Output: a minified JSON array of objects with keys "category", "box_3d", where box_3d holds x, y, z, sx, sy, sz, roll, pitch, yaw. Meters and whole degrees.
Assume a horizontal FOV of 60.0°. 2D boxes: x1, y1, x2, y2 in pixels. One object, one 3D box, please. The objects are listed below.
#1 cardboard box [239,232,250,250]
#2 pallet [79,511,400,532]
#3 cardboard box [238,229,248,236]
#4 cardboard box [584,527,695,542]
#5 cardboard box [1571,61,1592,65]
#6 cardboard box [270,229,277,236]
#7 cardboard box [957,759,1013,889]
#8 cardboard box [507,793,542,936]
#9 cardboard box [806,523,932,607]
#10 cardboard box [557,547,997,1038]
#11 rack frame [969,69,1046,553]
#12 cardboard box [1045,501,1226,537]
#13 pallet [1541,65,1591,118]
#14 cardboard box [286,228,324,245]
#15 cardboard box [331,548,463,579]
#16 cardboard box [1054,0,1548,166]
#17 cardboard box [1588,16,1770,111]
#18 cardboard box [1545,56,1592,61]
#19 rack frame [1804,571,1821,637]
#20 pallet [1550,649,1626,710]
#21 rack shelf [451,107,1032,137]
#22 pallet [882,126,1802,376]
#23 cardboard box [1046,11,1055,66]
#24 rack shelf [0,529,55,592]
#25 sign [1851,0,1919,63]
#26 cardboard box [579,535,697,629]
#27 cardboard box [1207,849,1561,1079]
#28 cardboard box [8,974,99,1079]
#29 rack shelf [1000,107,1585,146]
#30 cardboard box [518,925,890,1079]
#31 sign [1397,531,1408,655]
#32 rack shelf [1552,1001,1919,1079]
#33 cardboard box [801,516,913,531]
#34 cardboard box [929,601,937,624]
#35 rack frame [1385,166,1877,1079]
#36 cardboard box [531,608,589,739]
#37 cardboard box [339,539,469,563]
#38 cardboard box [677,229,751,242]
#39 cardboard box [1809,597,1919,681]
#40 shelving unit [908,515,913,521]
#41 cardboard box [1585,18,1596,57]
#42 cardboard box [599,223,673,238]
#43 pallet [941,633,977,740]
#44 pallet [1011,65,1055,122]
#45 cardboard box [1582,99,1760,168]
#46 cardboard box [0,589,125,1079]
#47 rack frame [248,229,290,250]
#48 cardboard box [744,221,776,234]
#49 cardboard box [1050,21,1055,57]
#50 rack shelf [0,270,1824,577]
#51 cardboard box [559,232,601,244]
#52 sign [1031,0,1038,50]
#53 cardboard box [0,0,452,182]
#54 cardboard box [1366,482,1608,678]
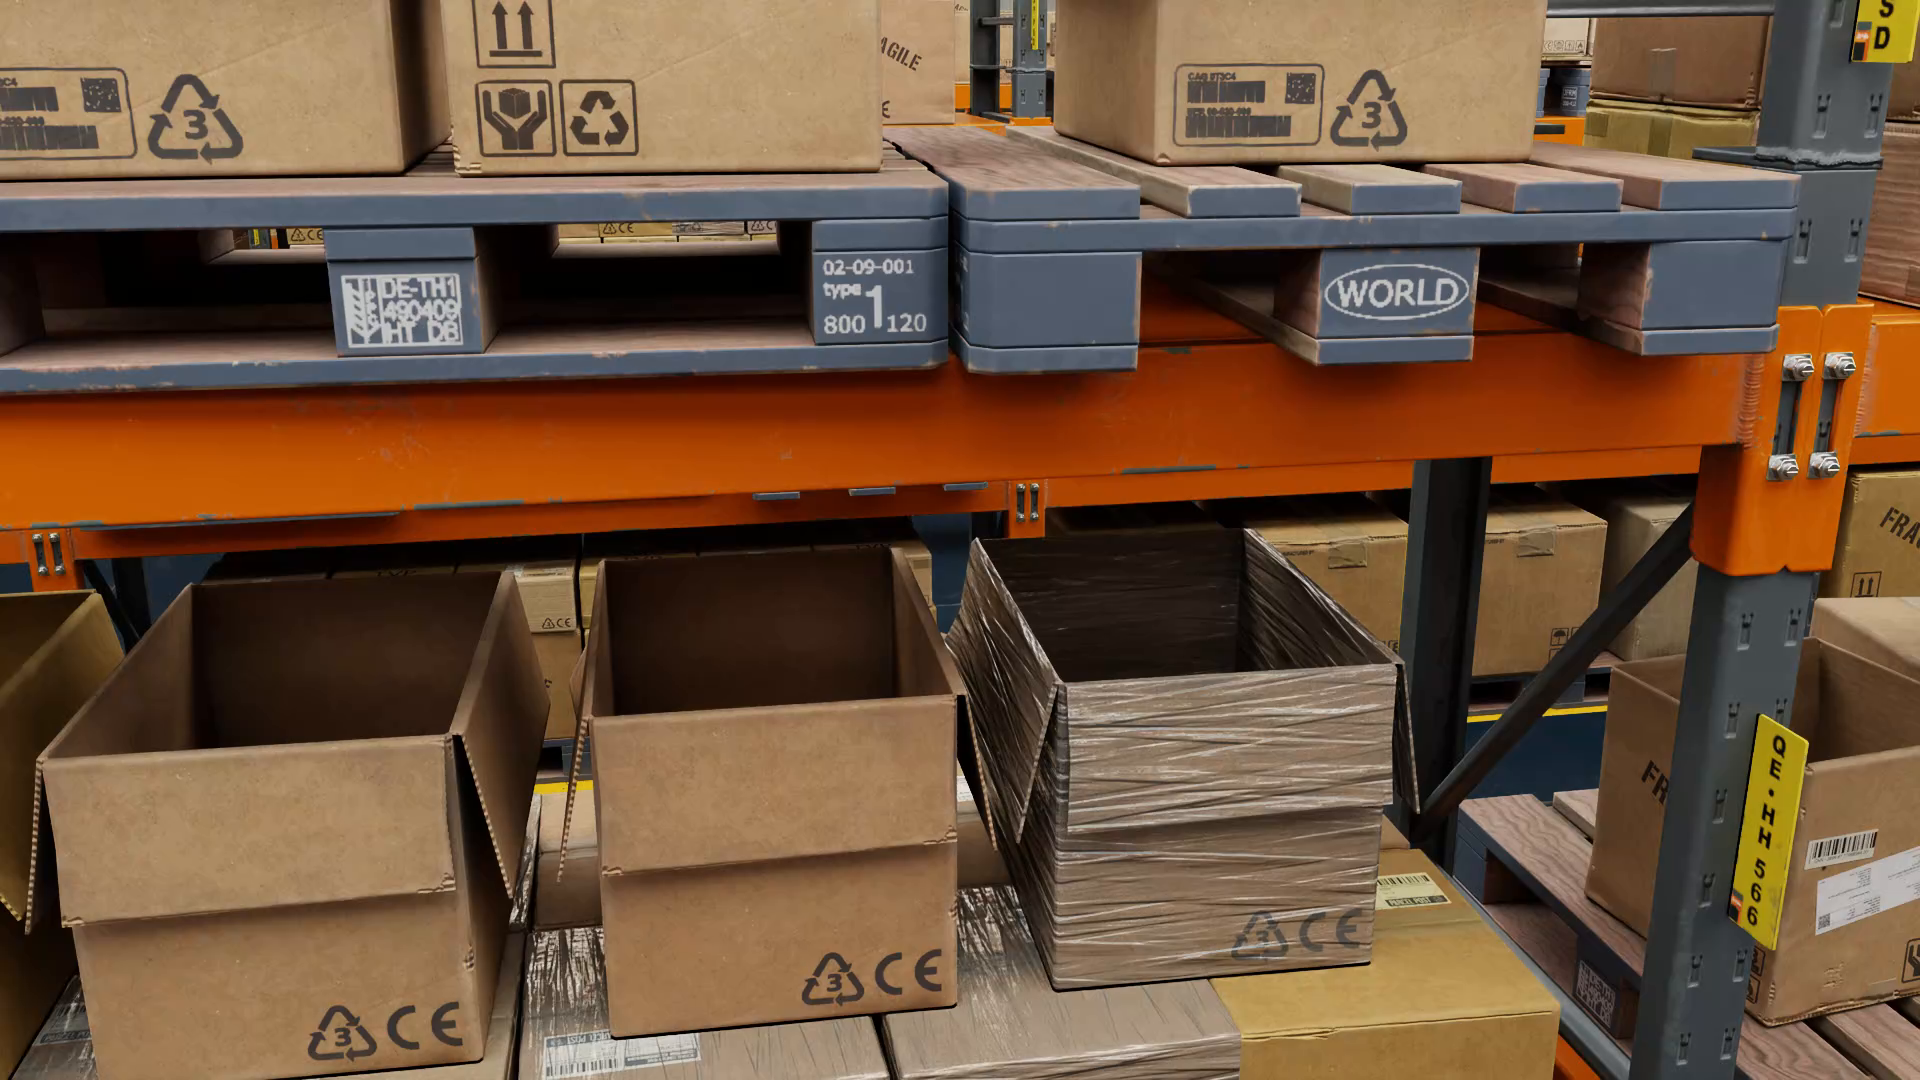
[{"category":"cardboard box","box_3d":[-5.275,-1.920,11.783,0.500,0.500,0.500,-3,17,-9]},{"category":"pallet","box_3d":[-2.949,-0.310,7.040,1.213,0.211,1.003,-3,17,-10]},{"category":"cardboard box","box_3d":[-5.278,-2.392,11.617,0.500,0.500,0.500,-3,17,-10]},{"category":"cardboard box","box_3d":[-1.508,0.032,7.863,0.500,0.250,0.500,-3,17,-10]},{"category":"cardboard box","box_3d":[4.725,-3.575,12.662,0.250,0.149,0.380,-4,17,-12]},{"category":"cardboard box","box_3d":[-6.477,-3.001,15.900,0.250,0.149,0.380,-3,17,-9]},{"category":"cardboard box","box_3d":[0.008,0.742,3.118,0.500,0.500,0.500,-4,17,-12]},{"category":"cardboard box","box_3d":[-0.986,0.798,2.933,0.500,0.500,0.500,-3,17,-10]},{"category":"cardboard box","box_3d":[-0.421,0.125,7.560,0.500,0.250,0.500,-4,17,-12]},{"category":"cardboard box","box_3d":[-0.319,0.356,2.666,0.637,0.503,0.797,-3,17,-9]},{"category":"rack frame","box_3d":[0.201,-0.624,7.735,0.127,3.000,1.000,-3,17,-10]},{"category":"cardboard box","box_3d":[0.816,0.243,8.030,0.750,0.750,1.050,-3,17,-11]},{"category":"pallet","box_3d":[3.237,-2.124,7.836,1.217,0.209,0.805,-4,18,-13]},{"category":"cardboard box","box_3d":[-4.278,-2.290,11.286,0.500,0.500,0.500,-3,17,-10]},{"category":"cardboard box","box_3d":[-2.429,0.239,7.190,0.500,0.250,0.500,-3,17,-9]},{"category":"cardboard box","box_3d":[0.457,-0.818,2.366,0.637,0.503,0.797,-2,17,-7]},{"category":"cardboard box","box_3d":[1.464,-1.008,2.854,0.500,0.500,0.500,-3,17,-9]},{"category":"cardboard box","box_3d":[4.573,-3.774,12.630,0.500,0.250,0.500,-3,17,-10]},{"category":"rack frame","box_3d":[4.128,-0.847,8.460,0.127,3.000,1.000,-3,17,-10]},{"category":"pallet","box_3d":[3.385,0.551,8.659,1.213,0.211,1.003,-3,17,-10]},{"category":"rack shelf","box_3d":[-1.763,-1.603,7.038,4.000,0.370,1.077,-3,17,-10]},{"category":"pallet","box_3d":[0.420,-0.481,2.482,1.003,0.211,1.213,-2,17,-8]},{"category":"cardboard box","box_3d":[0.655,-3.622,12.210,0.637,0.503,0.797,-3,17,-10]},{"category":"rack shelf","box_3d":[-5.690,0.054,6.753,4.000,0.370,1.077,-3,17,-10]},{"category":"sign","box_3d":[1.140,-0.747,2.011,0.005,0.325,0.100,-3,17,-10]},{"category":"cardboard box","box_3d":[-1.417,0.180,7.381,0.500,0.250,0.500,-3,17,-9]},{"category":"cardboard box","box_3d":[0.605,0.862,2.725,0.500,0.500,0.500,-3,17,-9]},{"category":"cardboard box","box_3d":[-1.401,0.977,2.352,0.500,0.500,0.500,-4,17,-12]},{"category":"rack shelf","box_3d":[2.165,-1.826,7.763,4.000,0.370,1.077,-3,17,-10]},{"category":"cardboard box","box_3d":[-0.395,0.918,2.543,0.500,0.500,0.500,-4,17,-12]},{"category":"sign","box_3d":[0.930,0.140,3.411,0.005,0.325,0.100,-3,17,-10]},{"category":"rack shelf","box_3d":[3.006,1.044,3.530,4.000,0.370,1.077,-3,17,-10]},{"category":"cardboard box","box_3d":[-0.522,-0.020,8.032,0.500,0.250,0.500,-4,18,-13]},{"category":"cardboard box","box_3d":[-0.396,0.482,7.676,0.500,0.500,0.500,-3,17,-11]},{"category":"rack frame","box_3d":[1.043,0.811,3.061,0.127,3.000,1.000,-3,17,-10]},{"category":"cardboard box","box_3d":[-1.920,0.565,7.405,0.500,0.500,0.500,-3,17,-9]},{"category":"cardboard box","box_3d":[-2.536,0.095,7.658,0.500,0.250,0.500,-2,17,-8]},{"category":"cardboard box","box_3d":[-1.767,-2.083,11.888,0.500,0.250,0.500,-4,17,-12]},{"category":"cardboard box","box_3d":[2.094,0.461,3.316,0.500,0.500,0.700,-1,17,-2]},{"category":"shelving unit","box_3d":[0.007,-0.717,10.593,0.755,1.500,0.431,-3,17,-10]},{"category":"cardboard box","box_3d":[2.958,-2.325,7.535,0.500,0.250,0.500,-3,17,-11]},{"category":"cardboard box","box_3d":[-2.287,-2.410,11.677,0.500,0.500,0.500,-3,17,-10]},{"category":"pallet","box_3d":[-0.567,0.752,8.004,1.213,0.211,1.003,-3,17,-10]},{"category":"pallet","box_3d":[0.823,-2.019,7.489,1.003,0.211,1.213,-2,17,-8]},{"category":"cardboard box","box_3d":[1.463,-0.648,2.959,0.500,0.250,0.500,-3,17,-10]},{"category":"cardboard box","box_3d":[-1.583,0.434,2.411,0.637,0.503,0.797,-3,17,-10]},{"category":"rack frame","box_3d":[-4.765,-1.823,11.637,0.127,3.000,1.000,-3,17,-10]},{"category":"cardboard box","box_3d":[-1.295,-2.467,11.862,0.500,0.500,0.500,-4,17,-12]},{"category":"cardboard box","box_3d":[0.559,-2.159,7.166,0.250,0.149,0.380,-4,18,-13]},{"category":"rack shelf","box_3d":[-0.921,-0.167,2.364,4.000,0.370,1.077,-3,17,-10]},{"category":"cardboard box","box_3d":[-2.776,-2.020,11.682,0.500,0.250,0.500,-4,17,-12]},{"category":"sign","box_3d":[0.302,-2.149,6.709,0.005,0.325,0.100,-3,17,-10]},{"category":"cardboard box","box_3d":[-0.959,-0.753,2.154,0.637,0.503,0.797,-3,17,-11]},{"category":"cardboard box","box_3d":[2.588,0.141,8.361,0.750,0.750,1.050,-3,17,-10]}]
